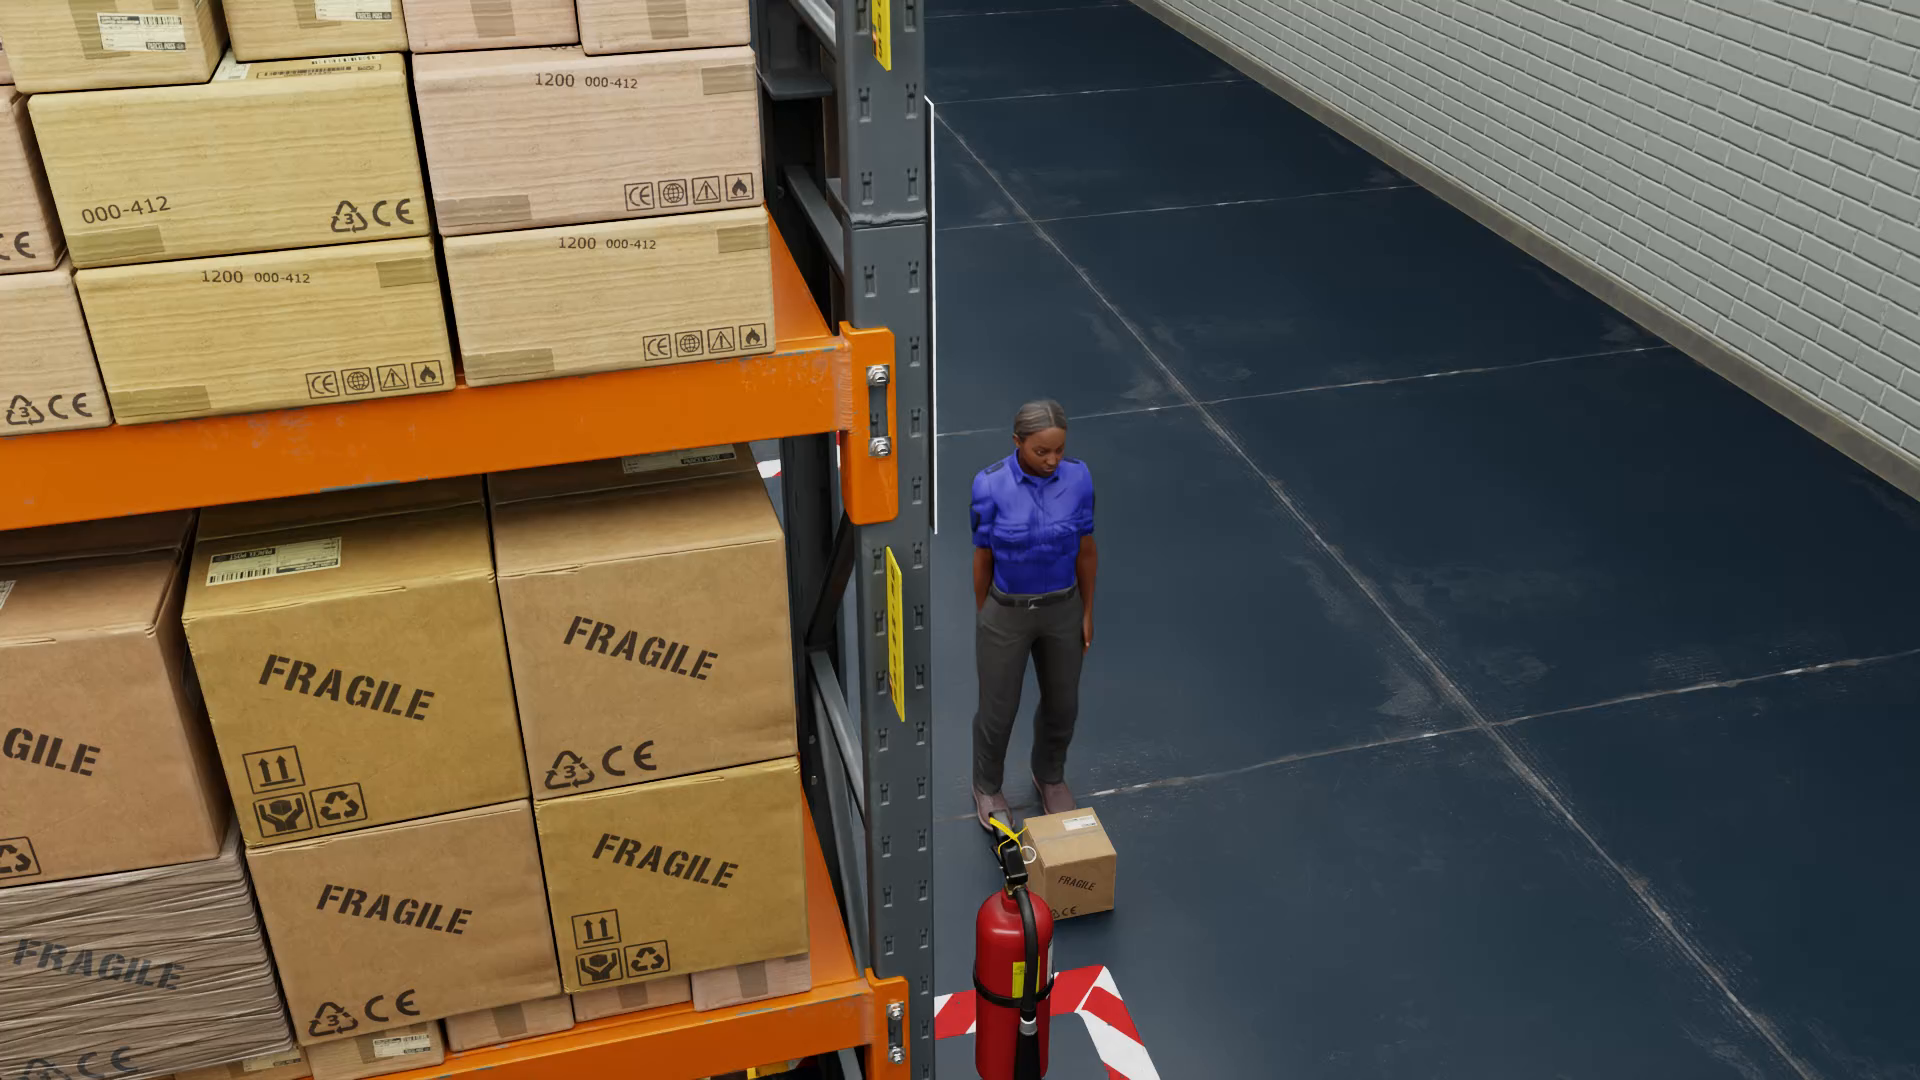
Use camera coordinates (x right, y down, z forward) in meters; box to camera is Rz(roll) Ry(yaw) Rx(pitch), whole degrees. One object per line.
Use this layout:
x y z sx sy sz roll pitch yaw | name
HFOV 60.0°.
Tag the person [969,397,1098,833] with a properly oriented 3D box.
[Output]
0.252 0.263 5.696 0.429 1.653 0.305 -7 31 -12 | person
